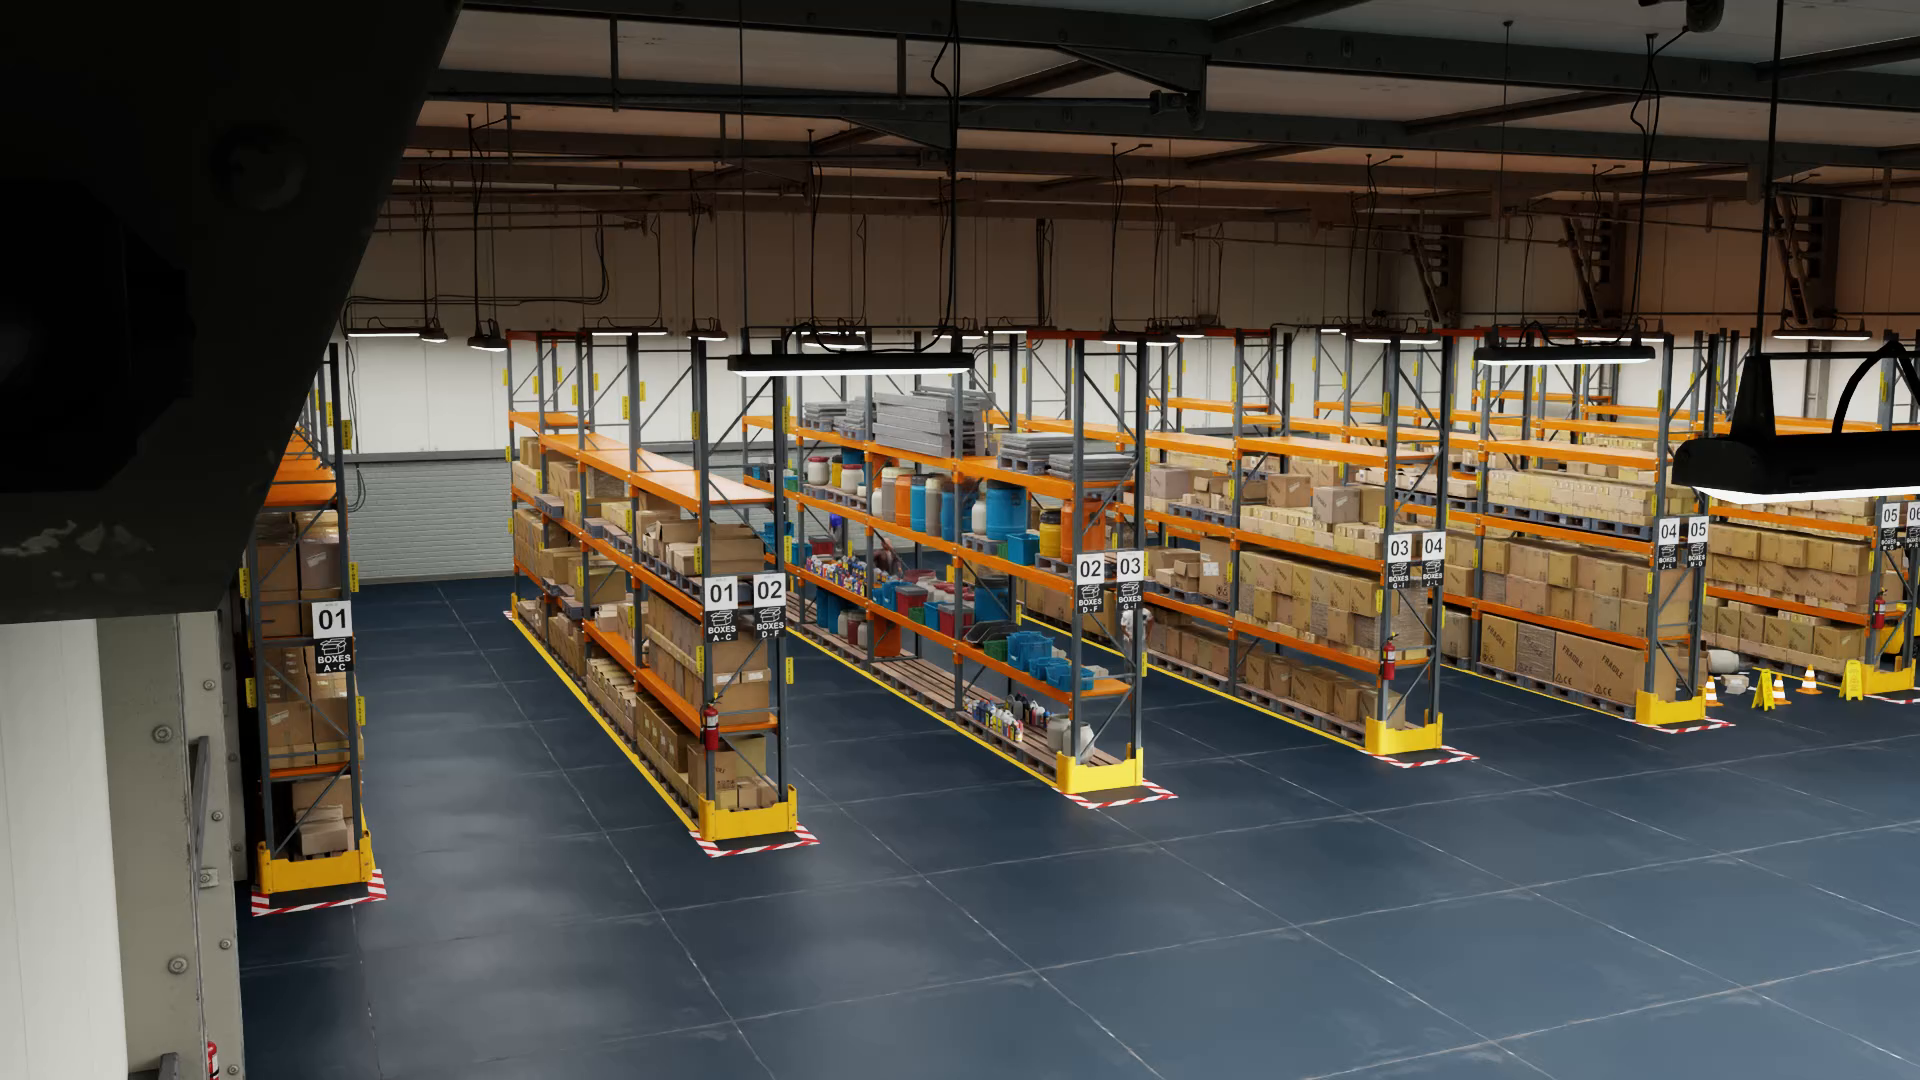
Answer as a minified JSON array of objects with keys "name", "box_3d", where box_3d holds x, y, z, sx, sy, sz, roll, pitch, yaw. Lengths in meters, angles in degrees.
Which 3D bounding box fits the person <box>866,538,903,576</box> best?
[{"name":"person","box_3d":[-1.561,0.838,34.289,0.827,1.817,0.756,5,9,34]}]

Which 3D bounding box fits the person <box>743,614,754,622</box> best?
[{"name":"person","box_3d":[-3.914,1.450,30.149,0.423,1.552,0.888,-5,9,-31]}]

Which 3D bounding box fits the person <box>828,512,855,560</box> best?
[{"name":"person","box_3d":[-3.075,-0.222,42.214,0.923,1.614,0.423,-5,9,-30]}]

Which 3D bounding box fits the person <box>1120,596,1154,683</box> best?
[{"name":"person","box_3d":[3.012,1.686,28.367,0.630,1.614,0.734,-2,8,-13]}]
